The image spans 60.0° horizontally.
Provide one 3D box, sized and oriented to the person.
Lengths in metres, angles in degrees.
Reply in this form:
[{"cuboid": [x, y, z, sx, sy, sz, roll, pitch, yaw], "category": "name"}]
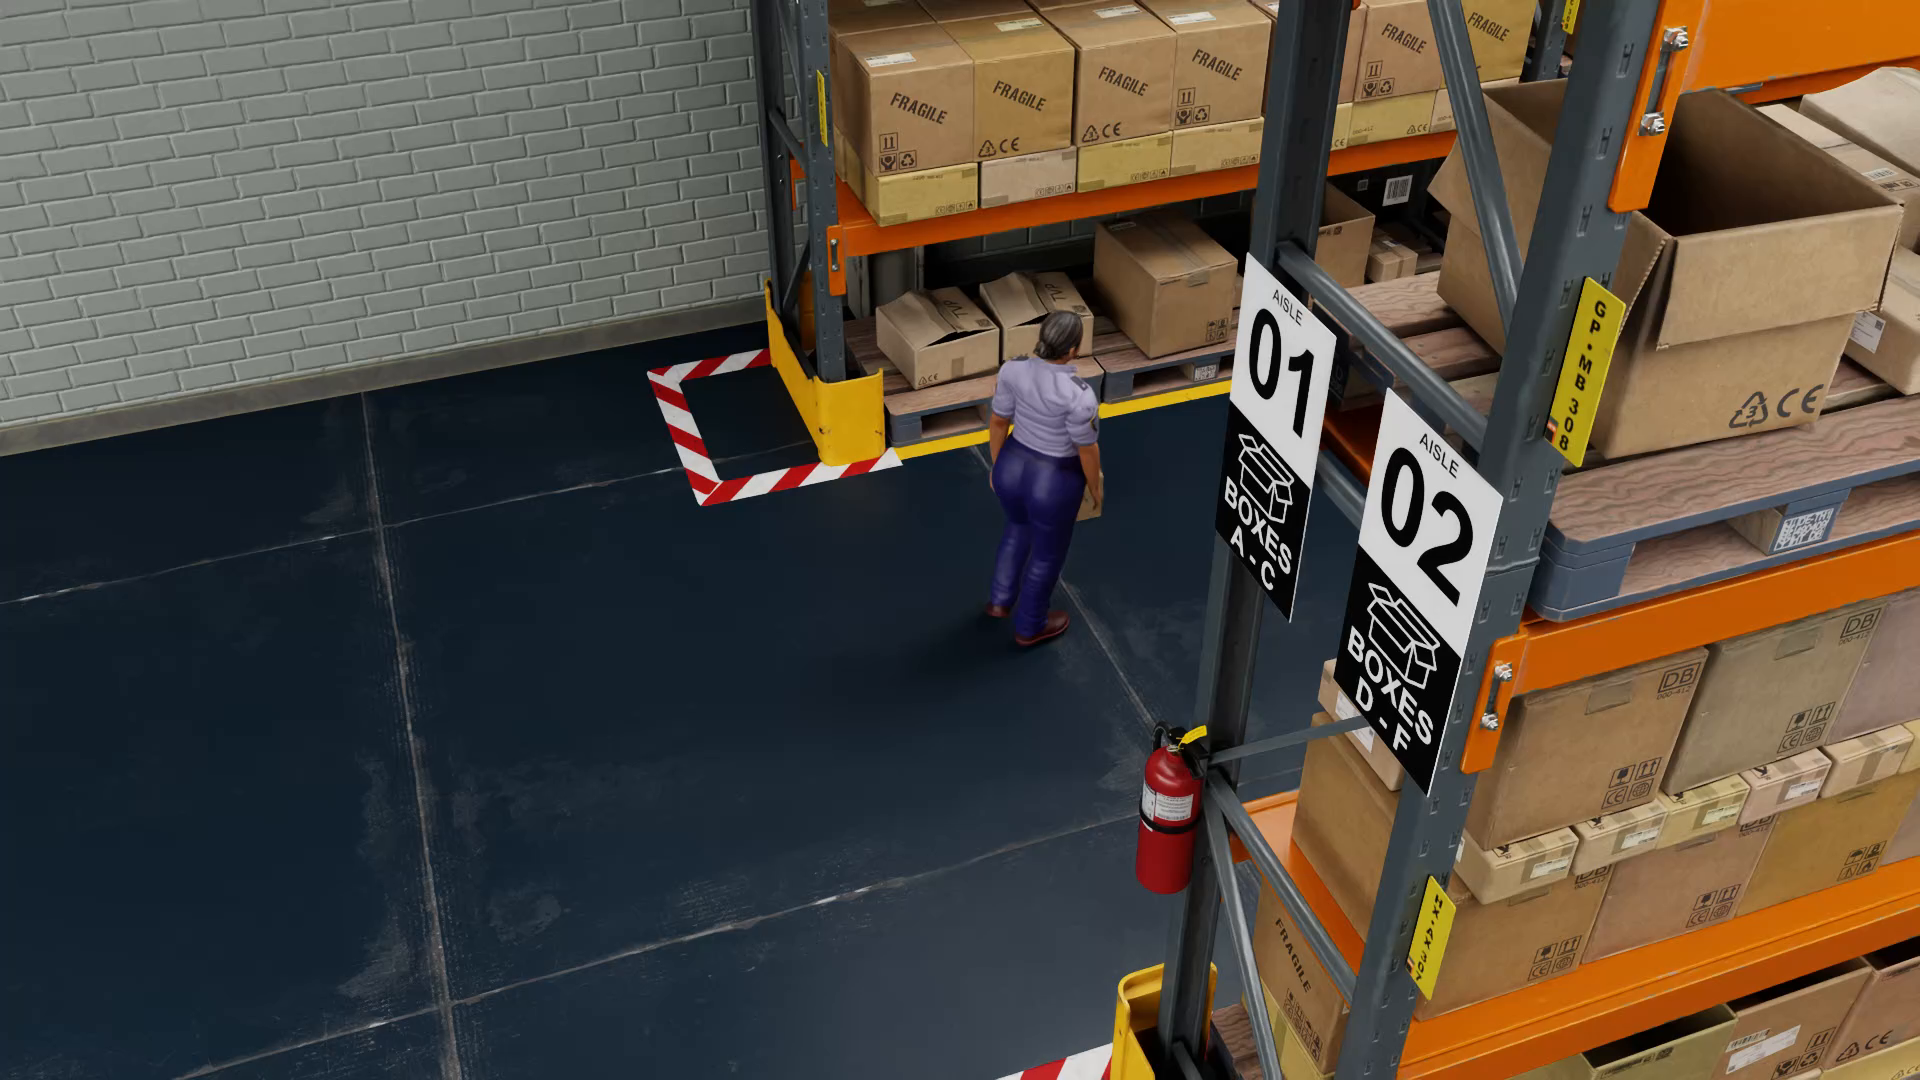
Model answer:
[{"cuboid": [0.342, -0.242, 7.110, 0.524, 1.685, 0.370, 27, 45, 30], "category": "person"}]
